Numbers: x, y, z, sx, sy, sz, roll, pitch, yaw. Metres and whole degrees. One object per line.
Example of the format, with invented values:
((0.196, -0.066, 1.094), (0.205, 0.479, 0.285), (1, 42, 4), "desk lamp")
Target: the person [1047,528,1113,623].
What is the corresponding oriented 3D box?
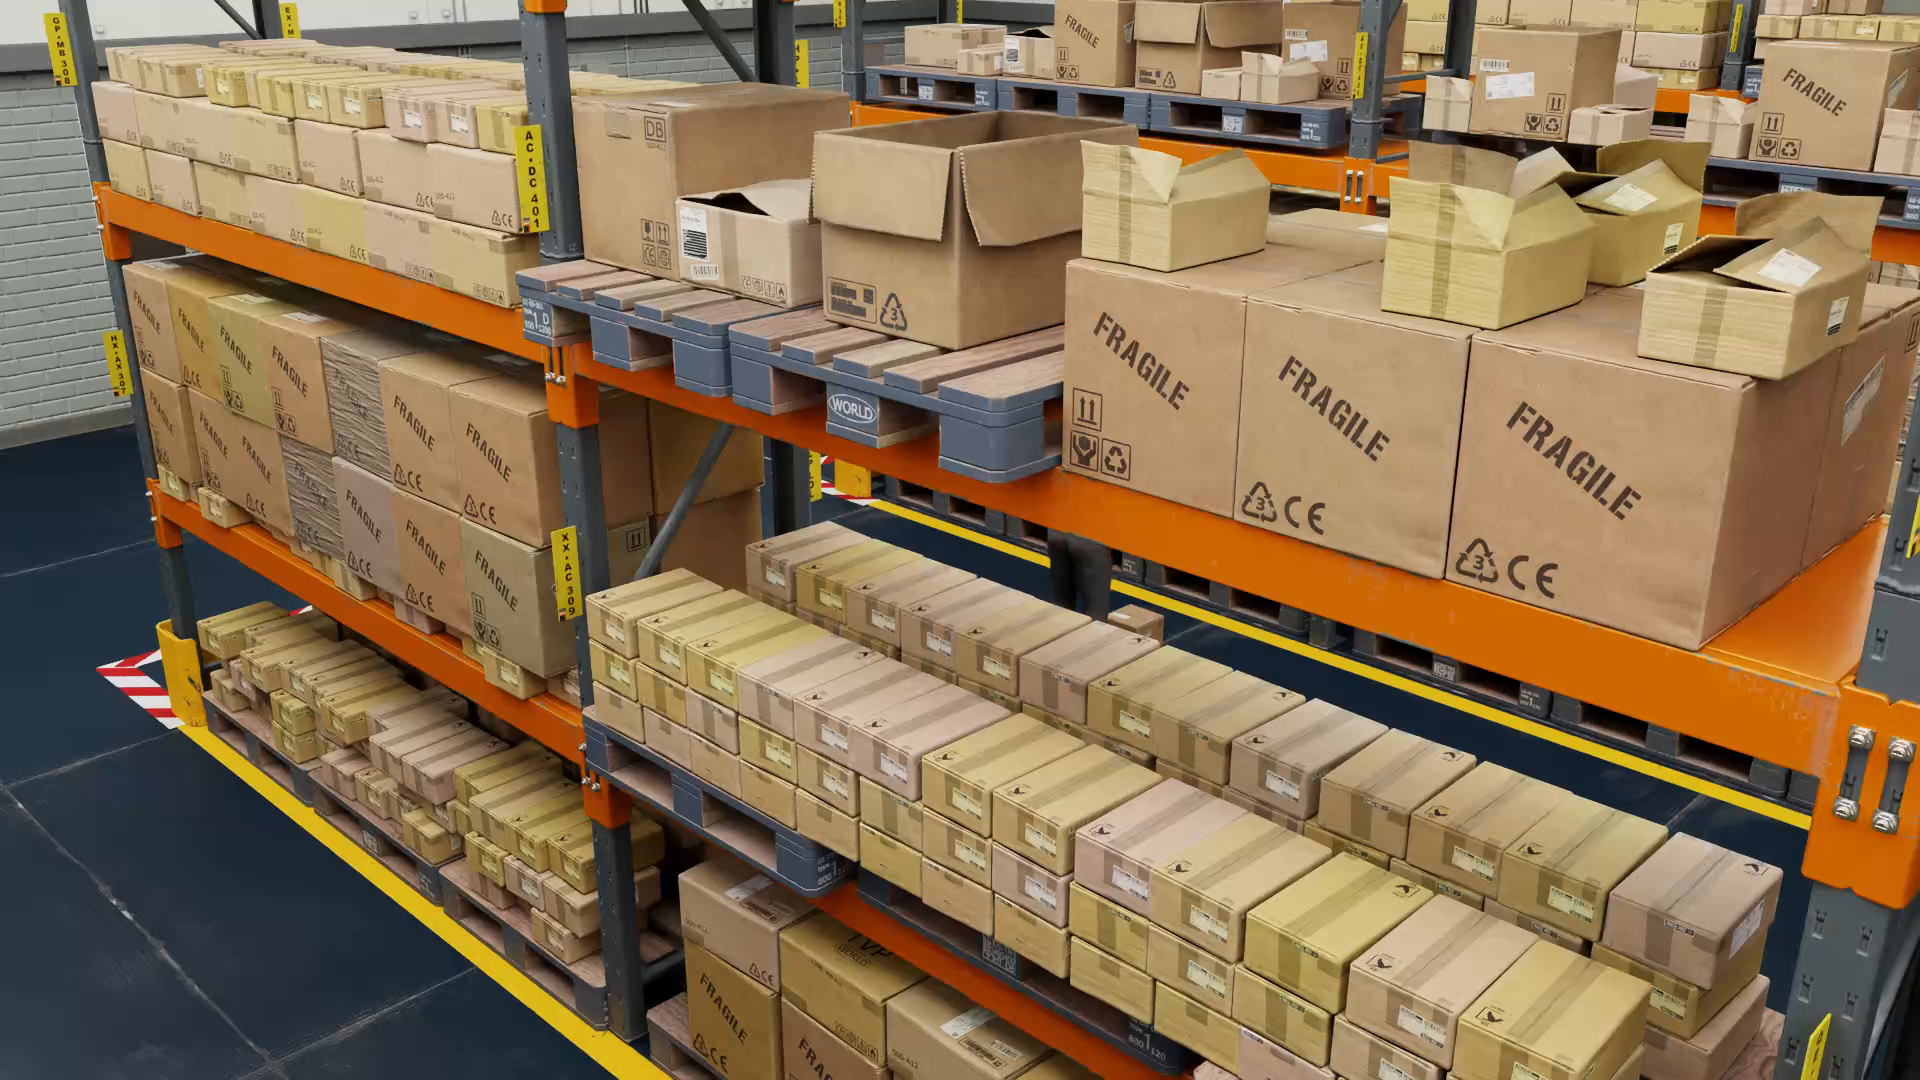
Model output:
((0.658, 0.025, 9.022), (0.486, 1.675, 0.317), (19, 28, 41), "person")
